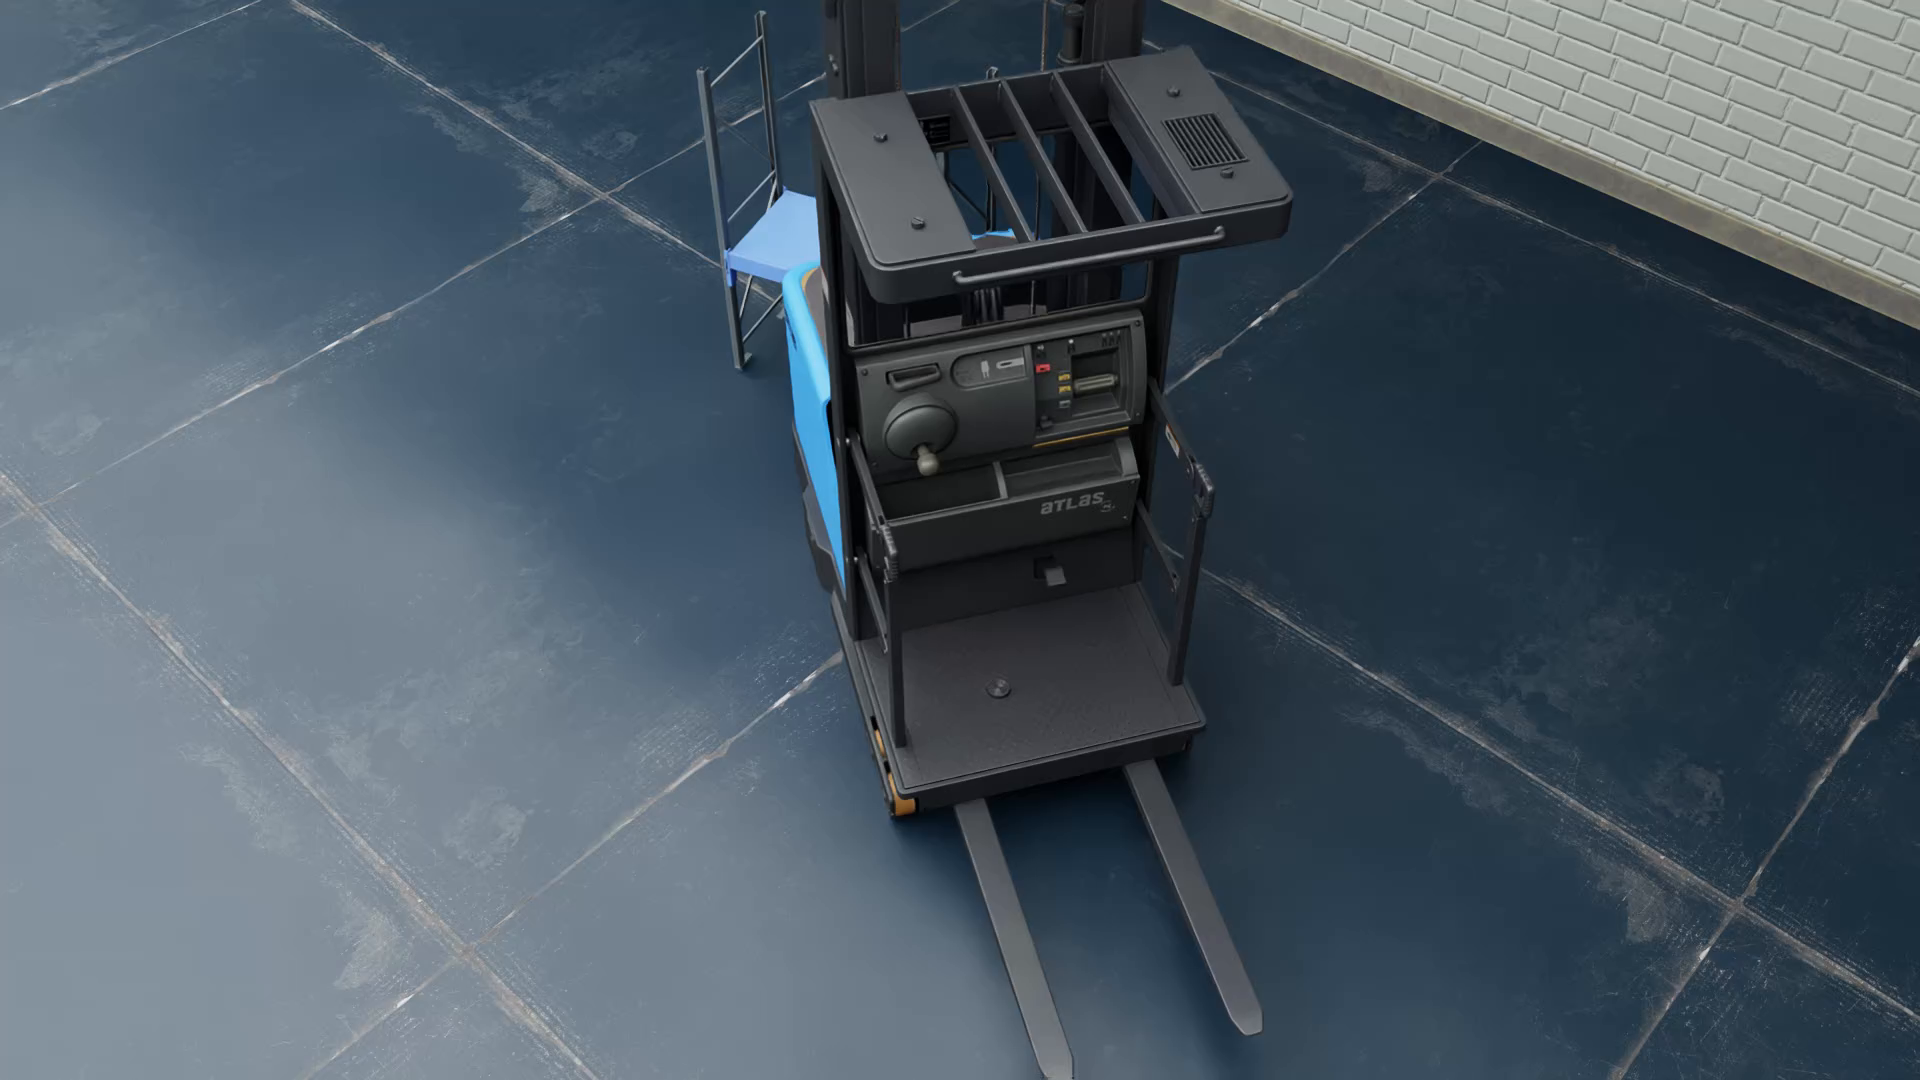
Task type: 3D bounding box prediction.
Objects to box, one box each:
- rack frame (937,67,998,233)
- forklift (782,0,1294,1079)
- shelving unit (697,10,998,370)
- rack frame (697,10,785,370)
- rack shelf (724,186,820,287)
[{"bbox_3d":[0.030,-1.140,6.792,0.032,1.500,0.500,18,50,17],"label":"rack frame"},{"bbox_3d":[0.199,-0.359,5.076,1.130,2.935,3.031,-11,48,-10],"label":"forklift"},{"bbox_3d":[-0.432,-1.294,6.937,1.048,1.500,0.538,18,50,17],"label":"shelving unit"},{"bbox_3d":[-0.895,-1.448,7.081,0.032,1.500,0.500,18,50,17],"label":"rack frame"},{"bbox_3d":[-0.432,-1.171,7.068,1.000,0.185,0.538,18,50,17],"label":"rack shelf"}]
